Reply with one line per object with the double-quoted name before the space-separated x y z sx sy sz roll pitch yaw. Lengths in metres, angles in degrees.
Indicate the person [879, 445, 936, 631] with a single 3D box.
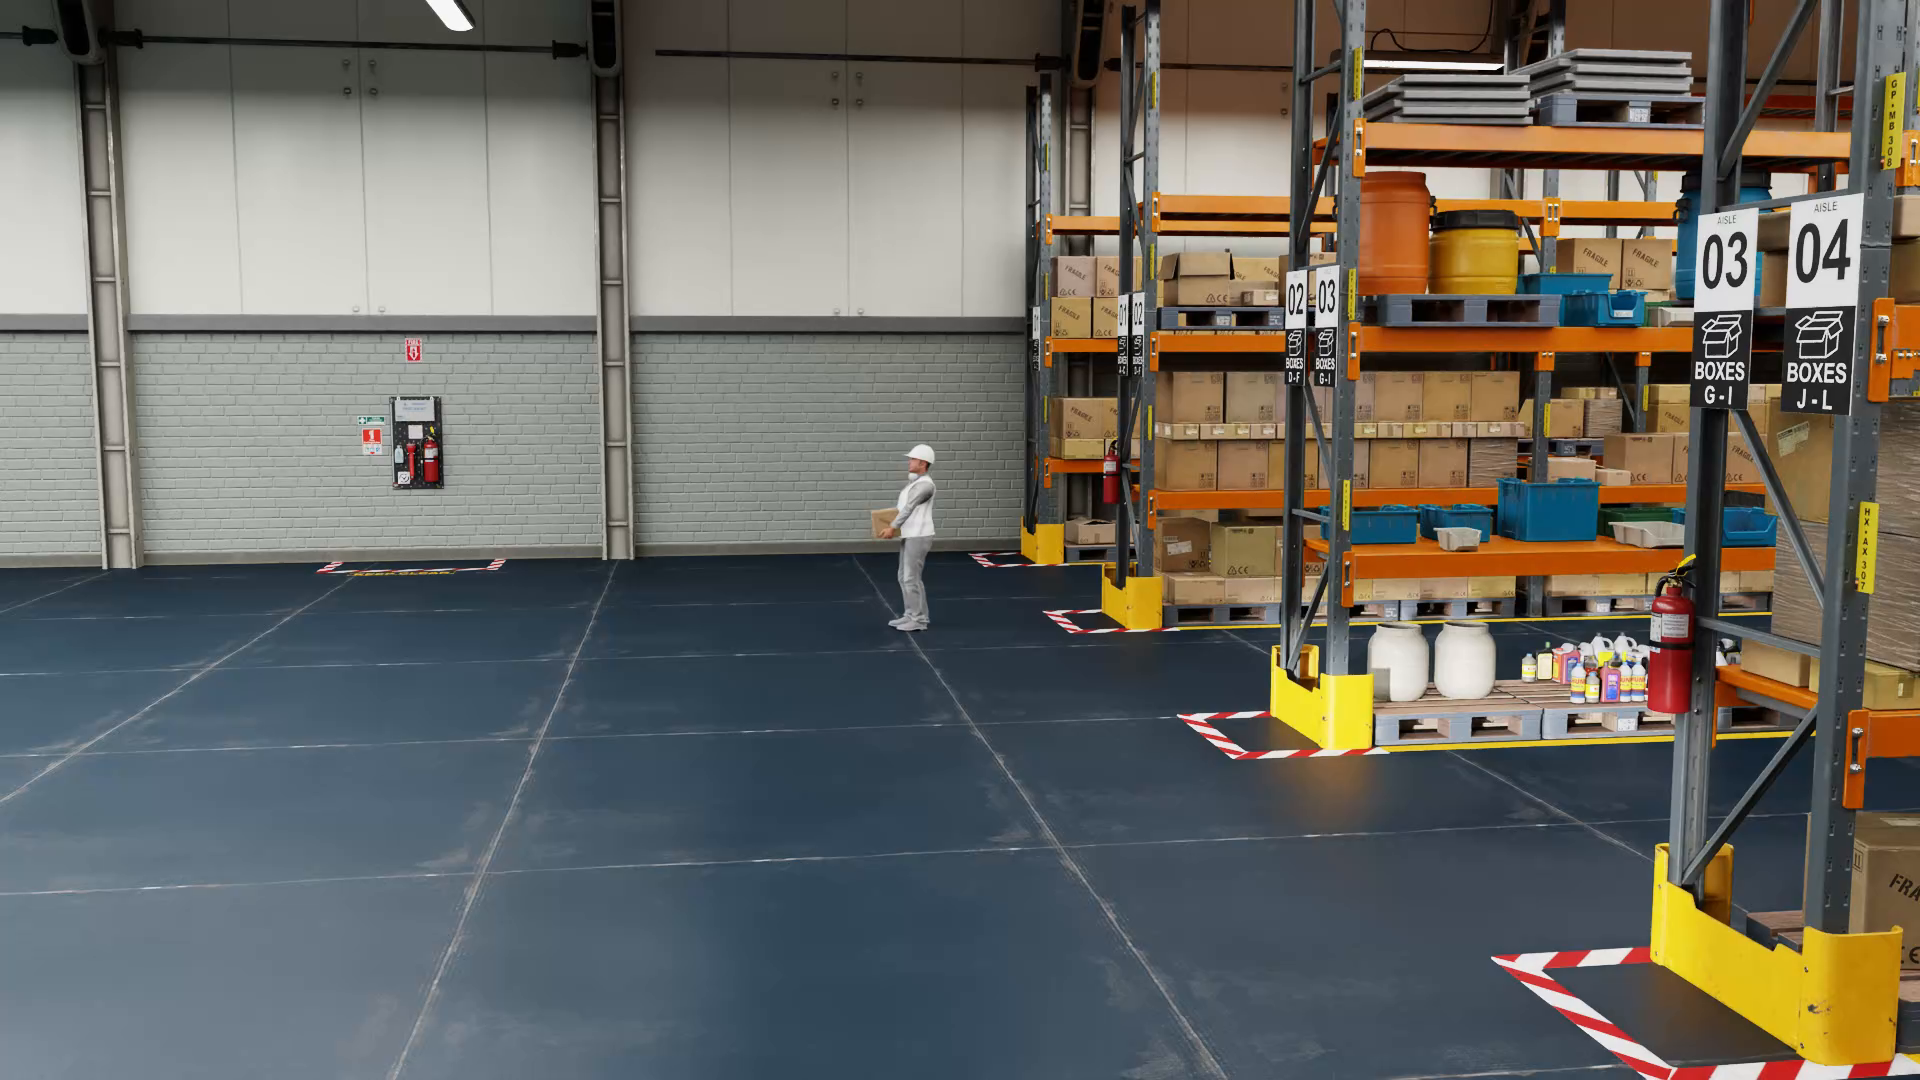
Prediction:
"person" -0.514 -0.026 15.861 0.550 1.762 0.494 -1 6 -8
